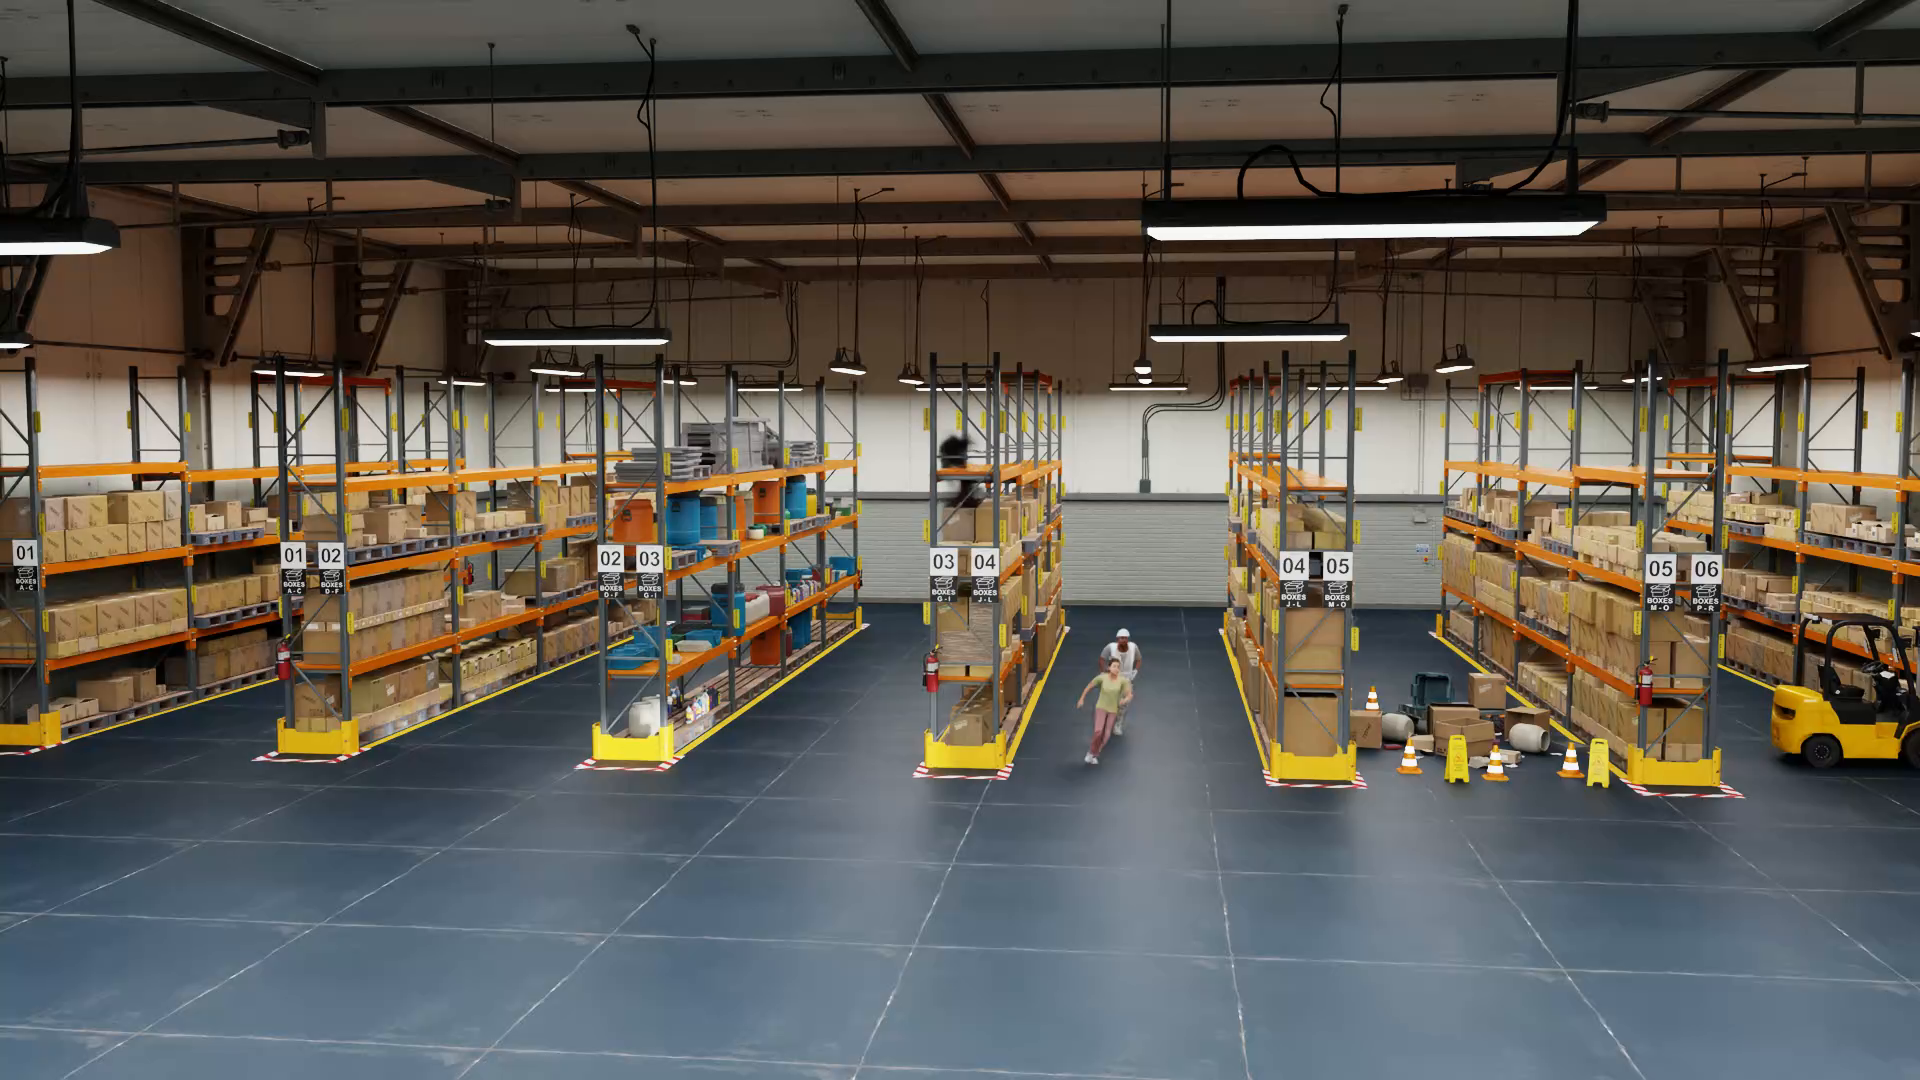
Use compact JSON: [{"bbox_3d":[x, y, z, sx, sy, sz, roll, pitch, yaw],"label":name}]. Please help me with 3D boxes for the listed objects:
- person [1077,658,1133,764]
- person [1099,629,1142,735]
[{"bbox_3d":[2.151,2.505,24.308,0.749,1.566,0.622,-1,4,-11],"label":"person"},{"bbox_3d":[2.579,2.259,26.788,0.666,1.711,0.735,-1,4,-14],"label":"person"}]
